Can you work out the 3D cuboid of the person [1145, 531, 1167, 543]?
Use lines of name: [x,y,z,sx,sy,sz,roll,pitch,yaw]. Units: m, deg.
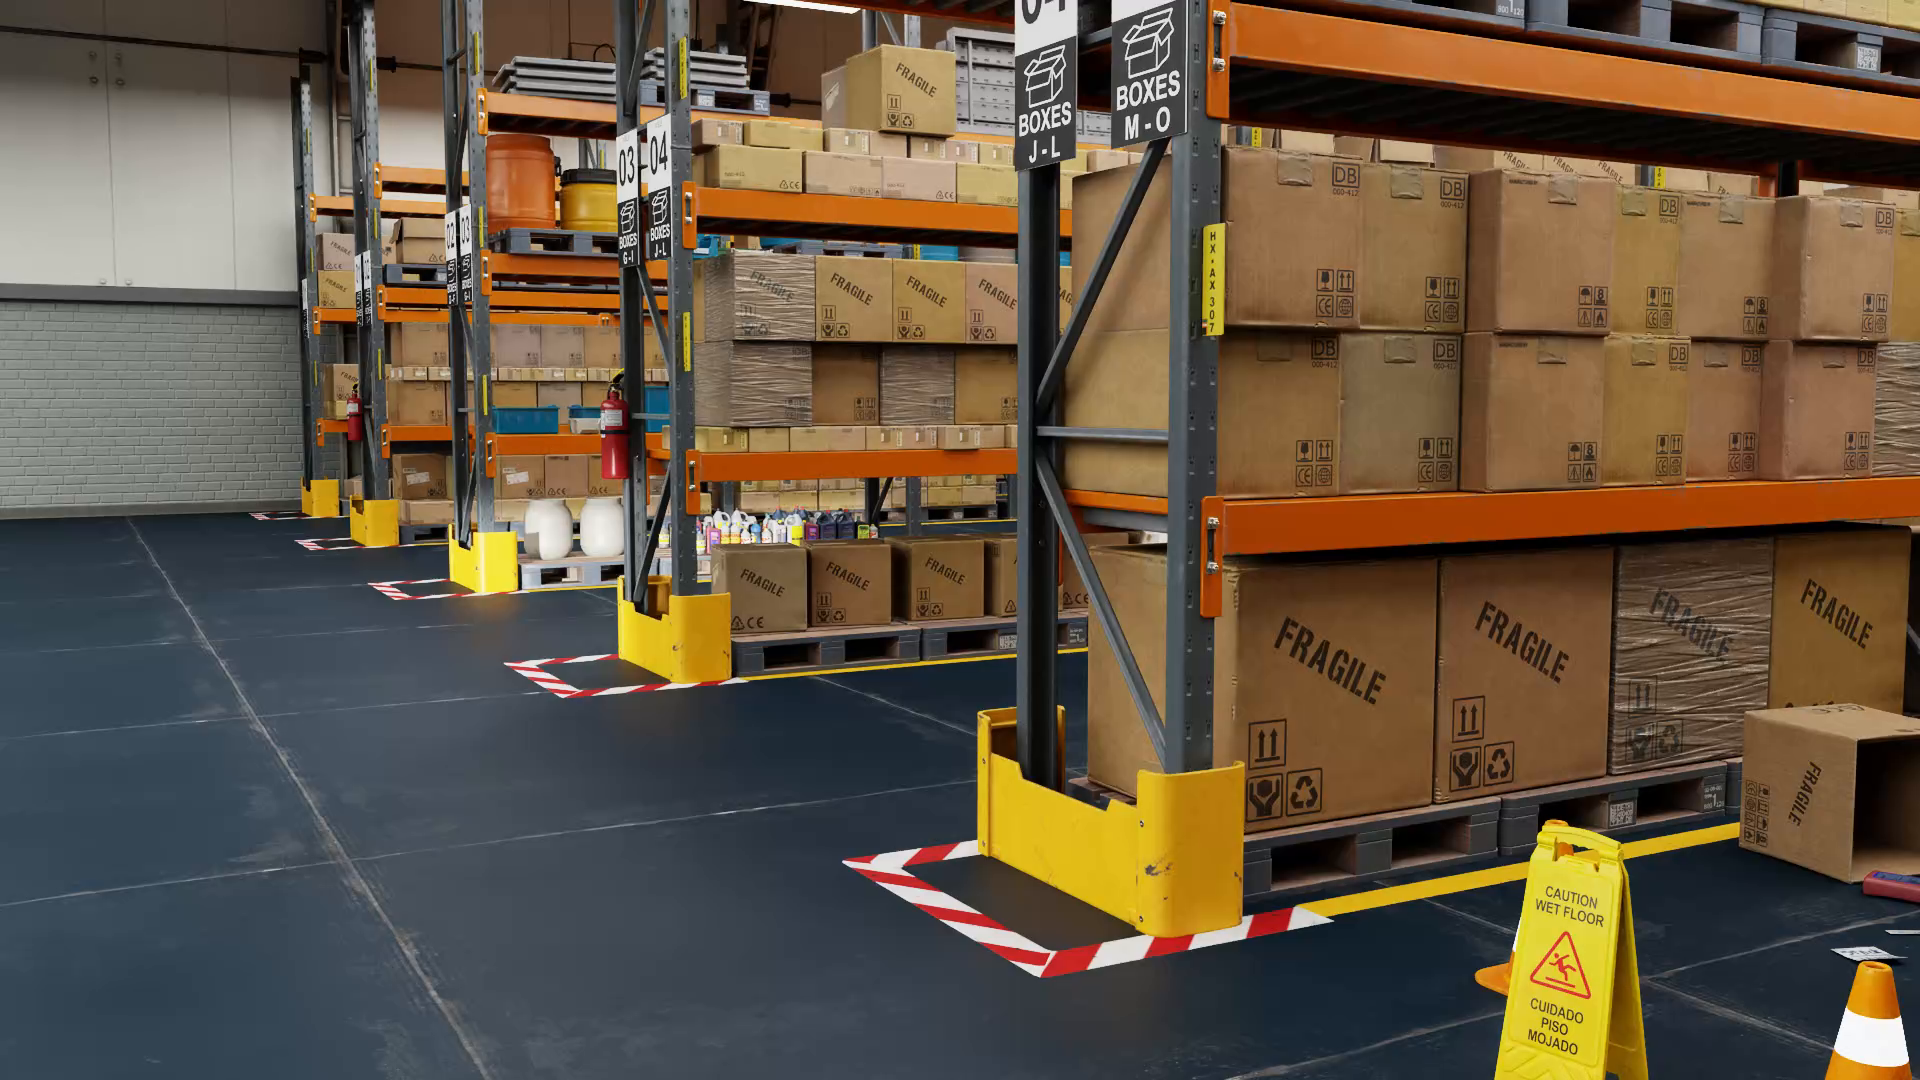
person: [1.520,0.161,9.701,0.947,1.265,0.502,-3,6,-31]
